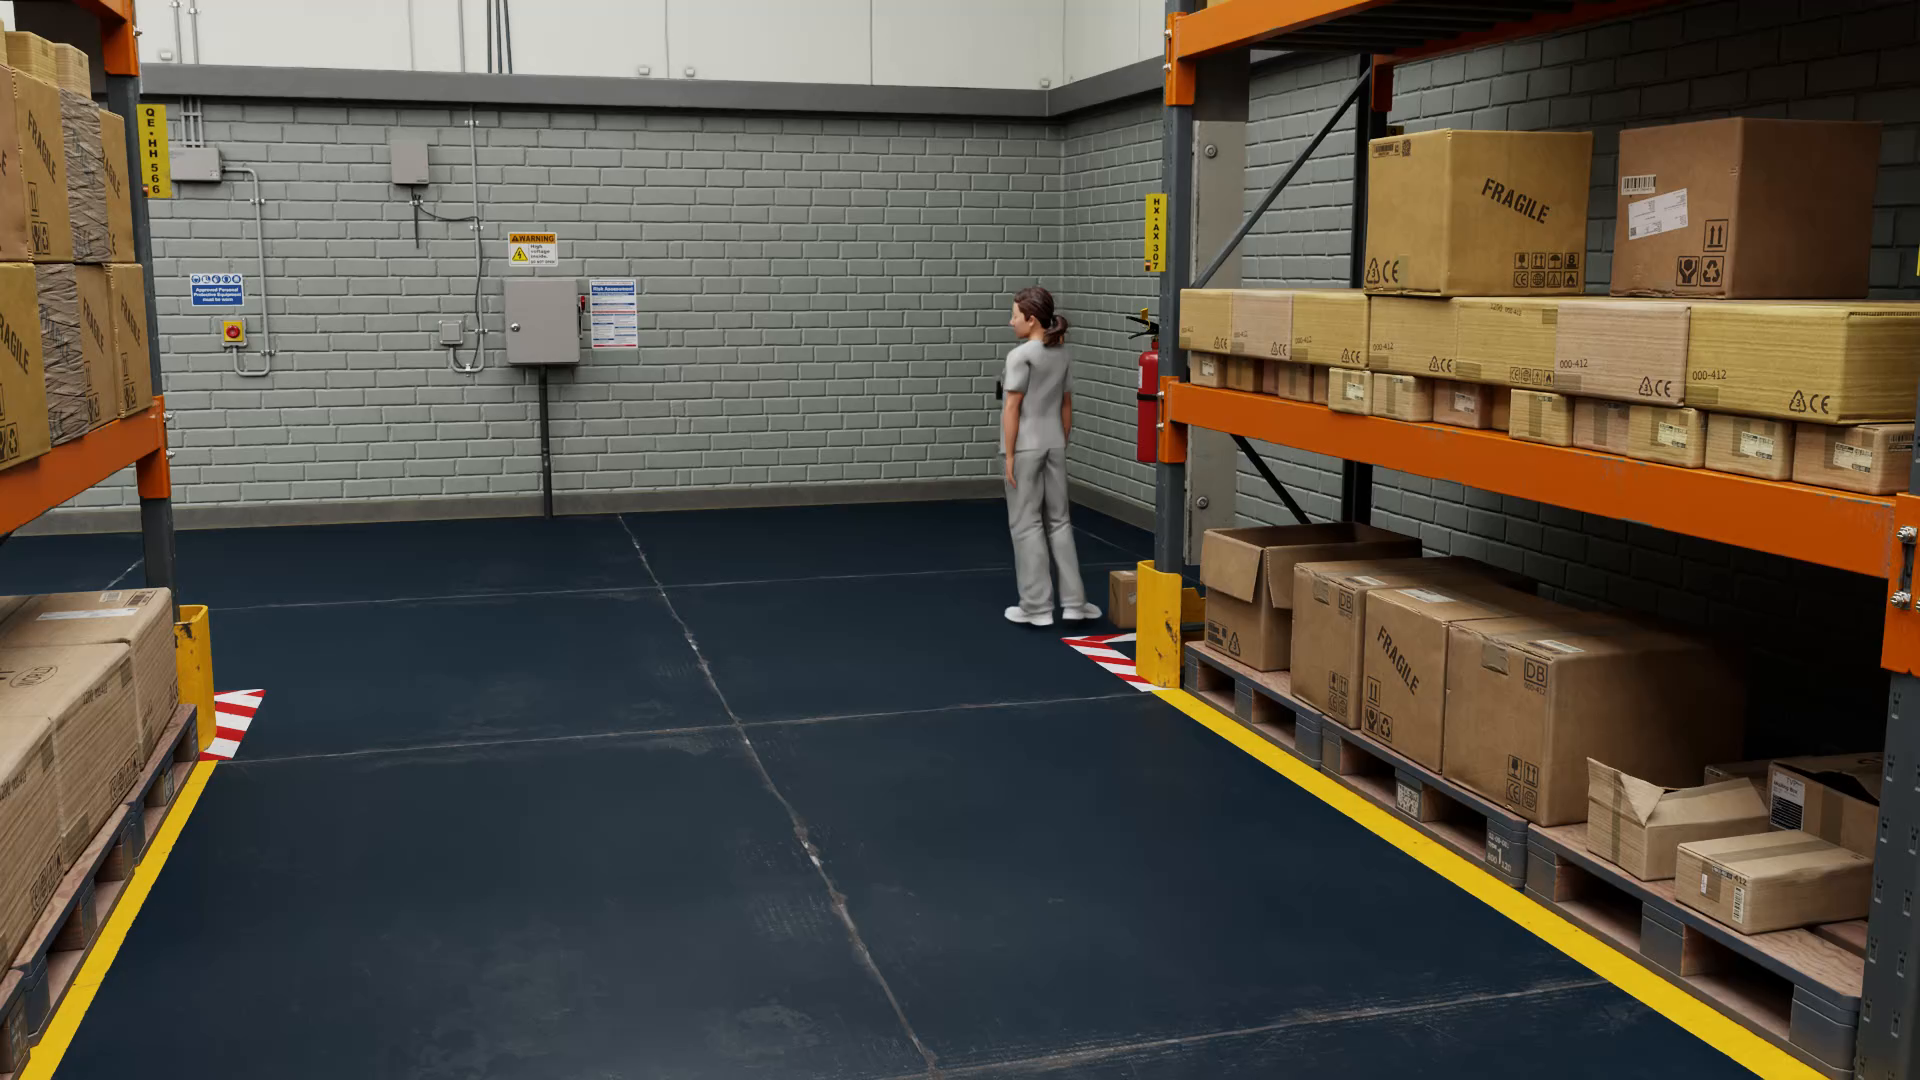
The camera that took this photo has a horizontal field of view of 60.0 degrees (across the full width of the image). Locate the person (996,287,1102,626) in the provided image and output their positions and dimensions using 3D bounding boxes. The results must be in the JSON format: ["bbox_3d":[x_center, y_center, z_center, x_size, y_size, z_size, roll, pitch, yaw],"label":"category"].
[{"bbox_3d":[0.438,-0.413,8.270,0.582,1.673,0.392,-7,12,-38],"label":"person"}]
